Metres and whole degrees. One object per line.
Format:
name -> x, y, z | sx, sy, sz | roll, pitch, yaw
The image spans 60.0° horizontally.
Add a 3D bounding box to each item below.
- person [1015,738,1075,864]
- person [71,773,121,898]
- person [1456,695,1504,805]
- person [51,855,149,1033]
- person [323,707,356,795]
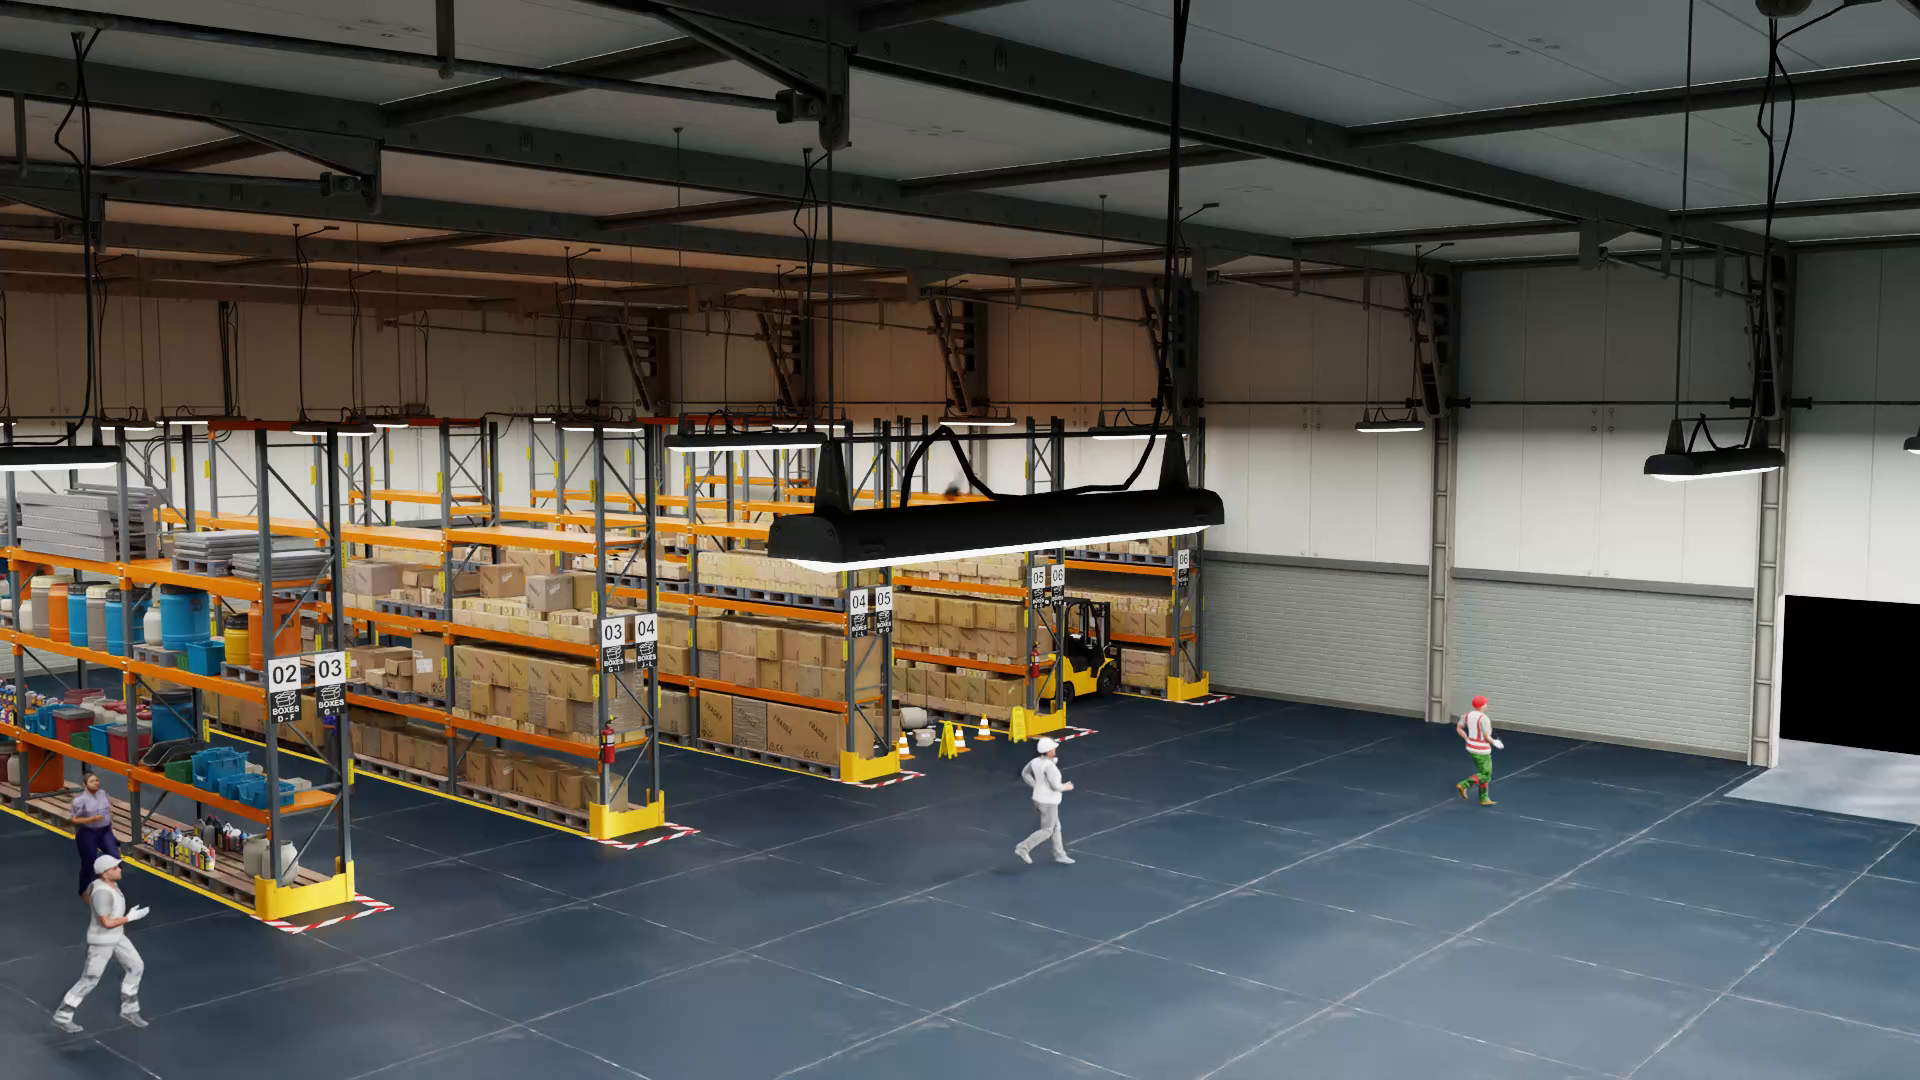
person -> 1.154, 3.569, 22.569 | 0.935, 1.793, 0.676 | -2, 5, -21
person -> -10.926, 3.778, 21.043 | 0.661, 1.669, 0.586 | 3, 6, 33
person -> 8.063, 3.306, 26.004 | 0.813, 1.768, 0.634 | -2, 5, -20
person -> -8.598, 4.053, 16.669 | 0.923, 1.832, 0.673 | -1, 5, -14
person -> -10.028, 3.284, 26.864 | 0.714, 1.702, 0.556 | 4, 6, 41
